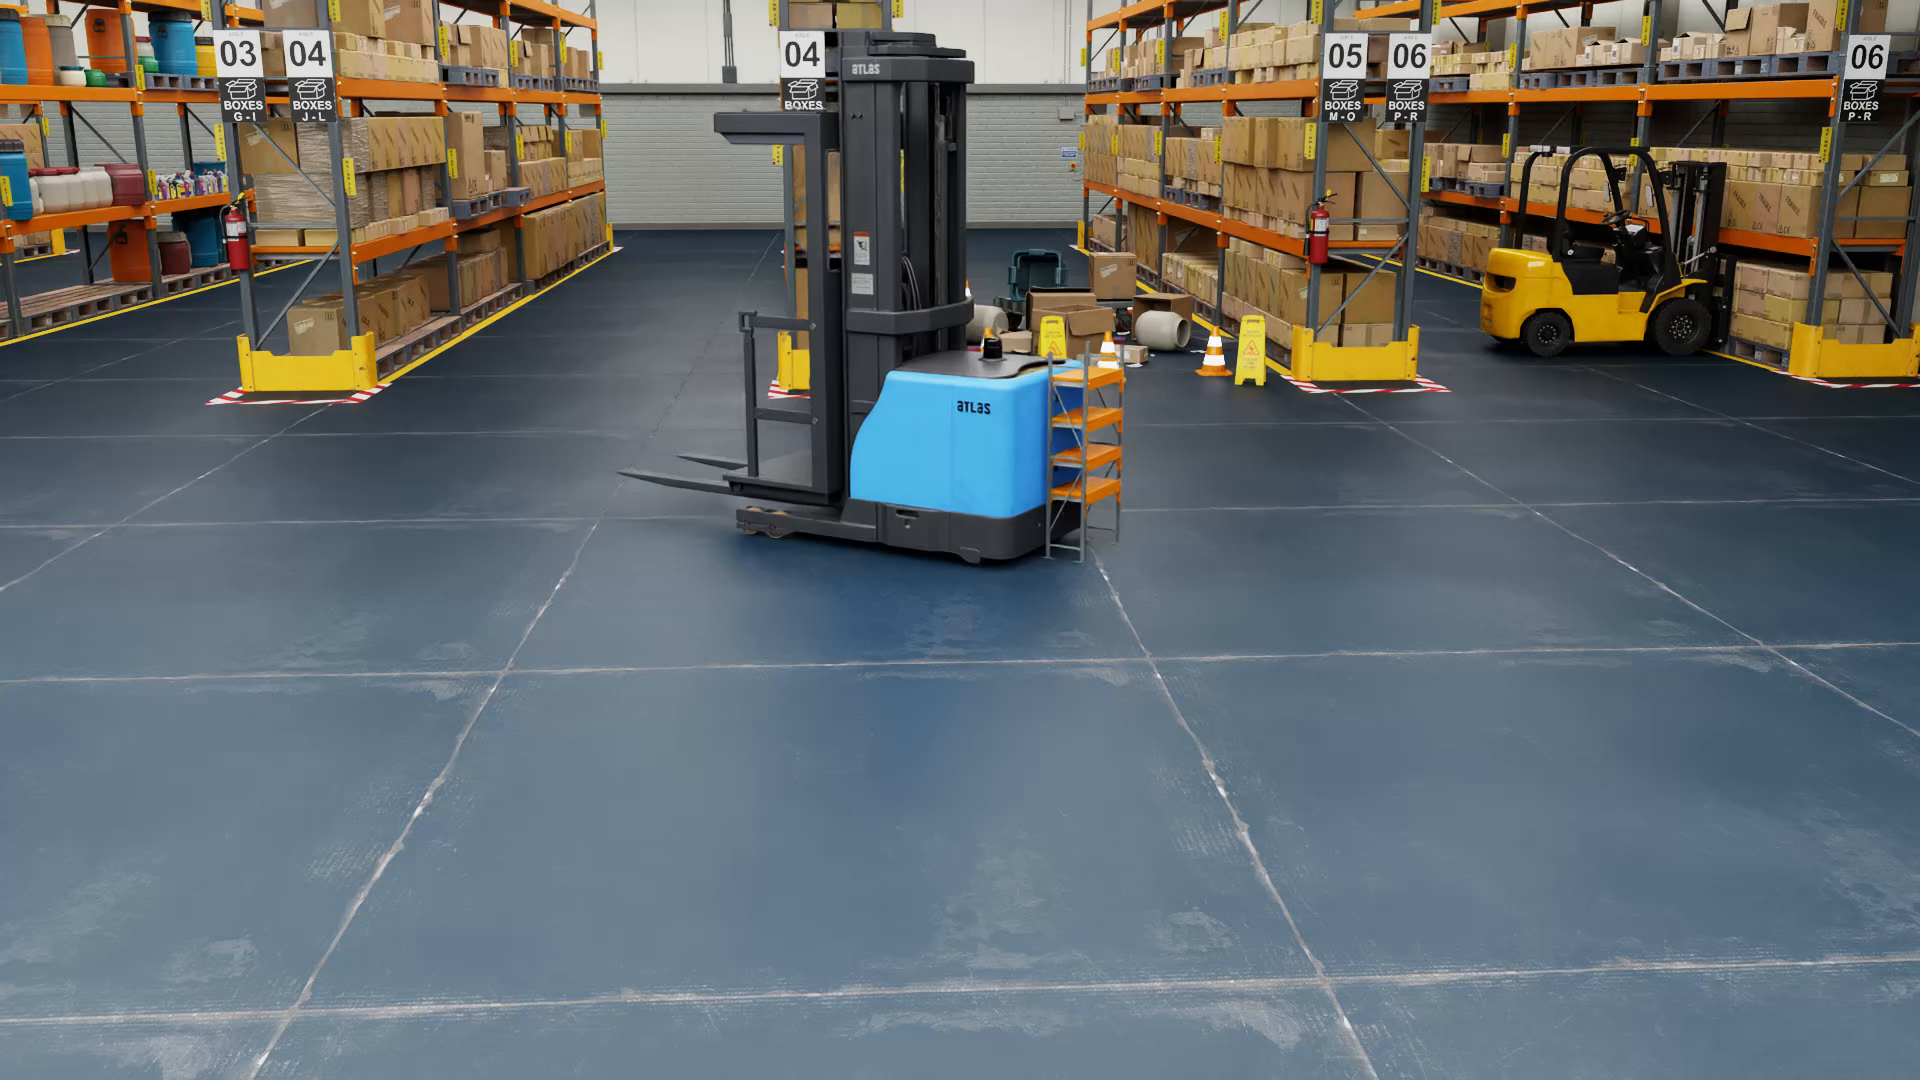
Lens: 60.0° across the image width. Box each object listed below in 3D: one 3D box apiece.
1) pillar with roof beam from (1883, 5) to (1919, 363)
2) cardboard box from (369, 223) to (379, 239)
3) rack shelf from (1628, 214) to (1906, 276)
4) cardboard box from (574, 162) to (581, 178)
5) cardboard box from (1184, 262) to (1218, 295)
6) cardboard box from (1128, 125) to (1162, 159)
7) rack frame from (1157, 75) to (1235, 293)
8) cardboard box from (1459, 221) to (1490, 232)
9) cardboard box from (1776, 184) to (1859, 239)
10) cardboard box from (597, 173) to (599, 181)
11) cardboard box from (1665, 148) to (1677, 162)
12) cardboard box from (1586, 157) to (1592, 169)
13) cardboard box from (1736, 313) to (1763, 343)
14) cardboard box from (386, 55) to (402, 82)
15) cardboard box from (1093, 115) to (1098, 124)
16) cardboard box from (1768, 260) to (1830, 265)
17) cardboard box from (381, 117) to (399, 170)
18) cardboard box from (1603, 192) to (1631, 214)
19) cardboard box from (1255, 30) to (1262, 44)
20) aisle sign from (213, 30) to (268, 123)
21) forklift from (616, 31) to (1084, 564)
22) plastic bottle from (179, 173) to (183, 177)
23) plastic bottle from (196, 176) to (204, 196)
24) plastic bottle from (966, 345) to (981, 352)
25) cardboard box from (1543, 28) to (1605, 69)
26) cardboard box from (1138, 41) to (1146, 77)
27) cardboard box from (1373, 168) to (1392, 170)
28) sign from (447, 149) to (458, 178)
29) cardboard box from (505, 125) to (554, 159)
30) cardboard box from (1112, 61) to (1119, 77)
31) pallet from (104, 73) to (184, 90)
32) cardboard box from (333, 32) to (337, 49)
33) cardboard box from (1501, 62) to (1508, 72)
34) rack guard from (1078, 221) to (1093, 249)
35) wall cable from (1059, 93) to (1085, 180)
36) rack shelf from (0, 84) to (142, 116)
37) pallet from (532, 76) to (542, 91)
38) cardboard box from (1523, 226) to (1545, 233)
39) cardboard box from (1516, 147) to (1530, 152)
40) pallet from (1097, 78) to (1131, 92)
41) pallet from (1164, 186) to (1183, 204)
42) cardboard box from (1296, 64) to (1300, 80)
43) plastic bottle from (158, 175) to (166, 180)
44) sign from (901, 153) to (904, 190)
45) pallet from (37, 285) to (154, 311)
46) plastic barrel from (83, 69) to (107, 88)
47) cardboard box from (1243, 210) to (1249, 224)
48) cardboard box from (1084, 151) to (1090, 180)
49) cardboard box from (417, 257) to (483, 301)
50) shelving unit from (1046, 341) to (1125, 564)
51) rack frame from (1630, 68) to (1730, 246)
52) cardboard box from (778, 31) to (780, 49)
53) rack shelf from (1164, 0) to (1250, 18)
[{"bbox_3d":[5.336,-6.114,15.729,9.100,9.000,0.400,-1,14,-3],"label":"pillar with roof beam"},{"bbox_3d":[-5.881,-2.997,16.159,0.380,0.149,0.250,-1,14,-3],"label":"cardboard box"},{"bbox_3d":[8.653,-3.237,18.031,1.077,0.370,4.000,-1,14,-3],"label":"rack shelf"},{"bbox_3d":[-6.605,-6.158,27.644,0.500,0.250,0.500,-1,14,-4],"label":"cardboard box"},{"bbox_3d":[3.447,-3.418,21.722,0.950,0.372,0.625,0,14,-2],"label":"cardboard box"},{"bbox_3d":[2.907,-6.163,25.751,0.500,0.500,0.500,-1,14,-5],"label":"cardboard box"},{"bbox_3d":[3.327,-5.000,23.439,1.000,3.000,0.127,-1,14,-3],"label":"rack frame"},{"bbox_3d":[7.943,-4.834,25.665,0.380,0.149,0.250,-2,15,-6],"label":"cardboard box"},{"bbox_3d":[8.484,-3.255,16.456,0.500,0.500,0.500,-1,14,-5],"label":"cardboard box"},{"bbox_3d":[-6.677,-6.504,29.789,0.380,0.149,0.250,-1,14,-3],"label":"cardboard box"},{"bbox_3d":[8.376,-4.442,19.172,0.380,0.149,0.250,-1,14,-3],"label":"cardboard box"},{"bbox_3d":[8.187,-4.782,21.089,0.380,0.149,0.250,-1,14,-5],"label":"cardboard box"},{"bbox_3d":[8.411,-2.195,17.215,0.500,0.250,0.500,-1,14,-3],"label":"cardboard box"},{"bbox_3d":[-5.942,-4.742,16.718,0.500,0.250,0.500,0,14,-2],"label":"cardboard box"},{"bbox_3d":[2.600,-7.548,29.834,0.380,0.149,0.250,-1,14,-5],"label":"cardboard box"},{"bbox_3d":[8.881,-2.815,17.617,0.500,0.250,0.500,-1,14,-4],"label":"cardboard box"},{"bbox_3d":[-5.887,-3.924,16.453,0.500,0.500,0.500,-1,14,-3],"label":"cardboard box"},{"bbox_3d":[8.236,-4.131,20.365,0.500,0.250,0.500,-1,14,-2],"label":"cardboard box"},{"bbox_3d":[3.376,-5.382,17.810,0.380,0.149,0.250,-1,14,-5],"label":"cardboard box"},{"bbox_3d":[-6.364,-4.096,14.710,0.394,0.787,0.004,-1,14,-3],"label":"aisle sign"},{"bbox_3d":[-0.775,-1.532,10.098,3.031,2.935,1.130,8,17,29],"label":"forklift"},{"bbox_3d":[-12.150,-5.578,25.920,0.061,0.283,0.133,-1,14,-3],"label":"plastic bottle"},{"bbox_3d":[-11.272,-5.252,24.651,0.061,0.283,0.133,-1,14,-3],"label":"plastic bottle"},{"bbox_3d":[0.172,-2.055,17.890,0.283,0.061,0.133,-6,16,-23],"label":"plastic bottle"},{"bbox_3d":[8.214,-6.523,22.093,0.700,0.500,0.500,-1,14,-5],"label":"cardboard box"},{"bbox_3d":[2.928,-7.138,24.687,0.500,0.500,0.500,-1,14,-3],"label":"cardboard box"},{"bbox_3d":[4.035,-3.454,16.632,0.500,0.500,0.500,0,14,-2],"label":"cardboard box"},{"bbox_3d":[-5.775,-4.282,18.911,0.100,0.325,0.005,-1,14,-3],"label":"sign"},{"bbox_3d":[-6.764,-6.217,25.957,0.797,0.503,0.637,-1,14,-5],"label":"cardboard box"},{"bbox_3d":[2.720,-7.788,27.482,0.396,0.266,0.258,0,14,-2],"label":"cardboard box"},{"bbox_3d":[-11.457,-6.323,22.943,1.003,0.211,1.213,-1,14,-3],"label":"pallet"},{"bbox_3d":[-5.855,-4.503,14.987,0.380,0.149,0.250,-1,14,-4],"label":"cardboard box"},{"bbox_3d":[8.022,-6.800,23.916,0.380,0.149,0.250,-1,14,-5],"label":"cardboard box"},{"bbox_3d":[2.830,-5.785,31.507,1.175,0.500,0.348,-1,14,-3],"label":"rack guard"},{"bbox_3d":[2.459,-8.899,36.491,0.585,1.953,0.123,-1,14,-3],"label":"wall cable"},{"bbox_3d":[-11.384,-5.377,20.330,1.077,0.370,4.000,-1,14,-3],"label":"rack shelf"},{"bbox_3d":[-6.729,-6.646,24.195,1.003,0.211,1.213,0,14,-1],"label":"pallet"},{"bbox_3d":[8.570,-4.585,24.700,0.380,0.149,0.250,0,14,-2],"label":"cardboard box"},{"bbox_3d":[8.405,-5.460,24.183,0.500,0.500,0.500,0,14,-1],"label":"cardboard box"},{"bbox_3d":[2.966,-7.911,28.911,1.003,0.211,1.213,-1,14,-3],"label":"pallet"},{"bbox_3d":[3.477,-4.731,22.781,1.213,0.211,1.003,-1,14,-3],"label":"pallet"},{"bbox_3d":[3.491,-4.554,16.190,0.380,0.149,0.250,0,14,-2],"label":"cardboard box"},{"bbox_3d":[-12.050,-5.354,25.064,0.152,0.276,0.135,-1,14,-3],"label":"plastic bottle"},{"bbox_3d":[-0.557,-3.373,15.222,0.100,0.325,0.005,-1,14,-3],"label":"sign"},{"bbox_3d":[-11.498,-3.227,22.144,1.003,0.211,1.213,-1,14,-3],"label":"pallet"},{"bbox_3d":[-11.441,-6.087,21.958,0.294,0.245,0.294,0,14,0],"label":"plastic barrel"},{"bbox_3d":[3.369,-3.611,18.544,0.380,0.149,0.250,0,14,-2],"label":"cardboard box"},{"bbox_3d":[2.574,-6.914,30.679,0.500,0.500,0.500,-1,14,-4],"label":"cardboard box"},{"bbox_3d":[-6.379,-3.266,20.833,0.700,0.500,0.500,-2,15,-8],"label":"cardboard box"},{"bbox_3d":[0.724,-0.514,9.616,0.258,1.200,0.503,8,16,29],"label":"shelving unit"},{"bbox_3d":[8.529,-4.083,19.874,1.000,3.000,0.127,-1,14,-3],"label":"rack frame"},{"bbox_3d":[-1.471,-4.569,15.206,0.380,0.149,0.250,-1,14,-4],"label":"cardboard box"},{"bbox_3d":[3.451,-6.866,20.898,1.077,0.370,4.000,-1,14,-3],"label":"rack shelf"}]
